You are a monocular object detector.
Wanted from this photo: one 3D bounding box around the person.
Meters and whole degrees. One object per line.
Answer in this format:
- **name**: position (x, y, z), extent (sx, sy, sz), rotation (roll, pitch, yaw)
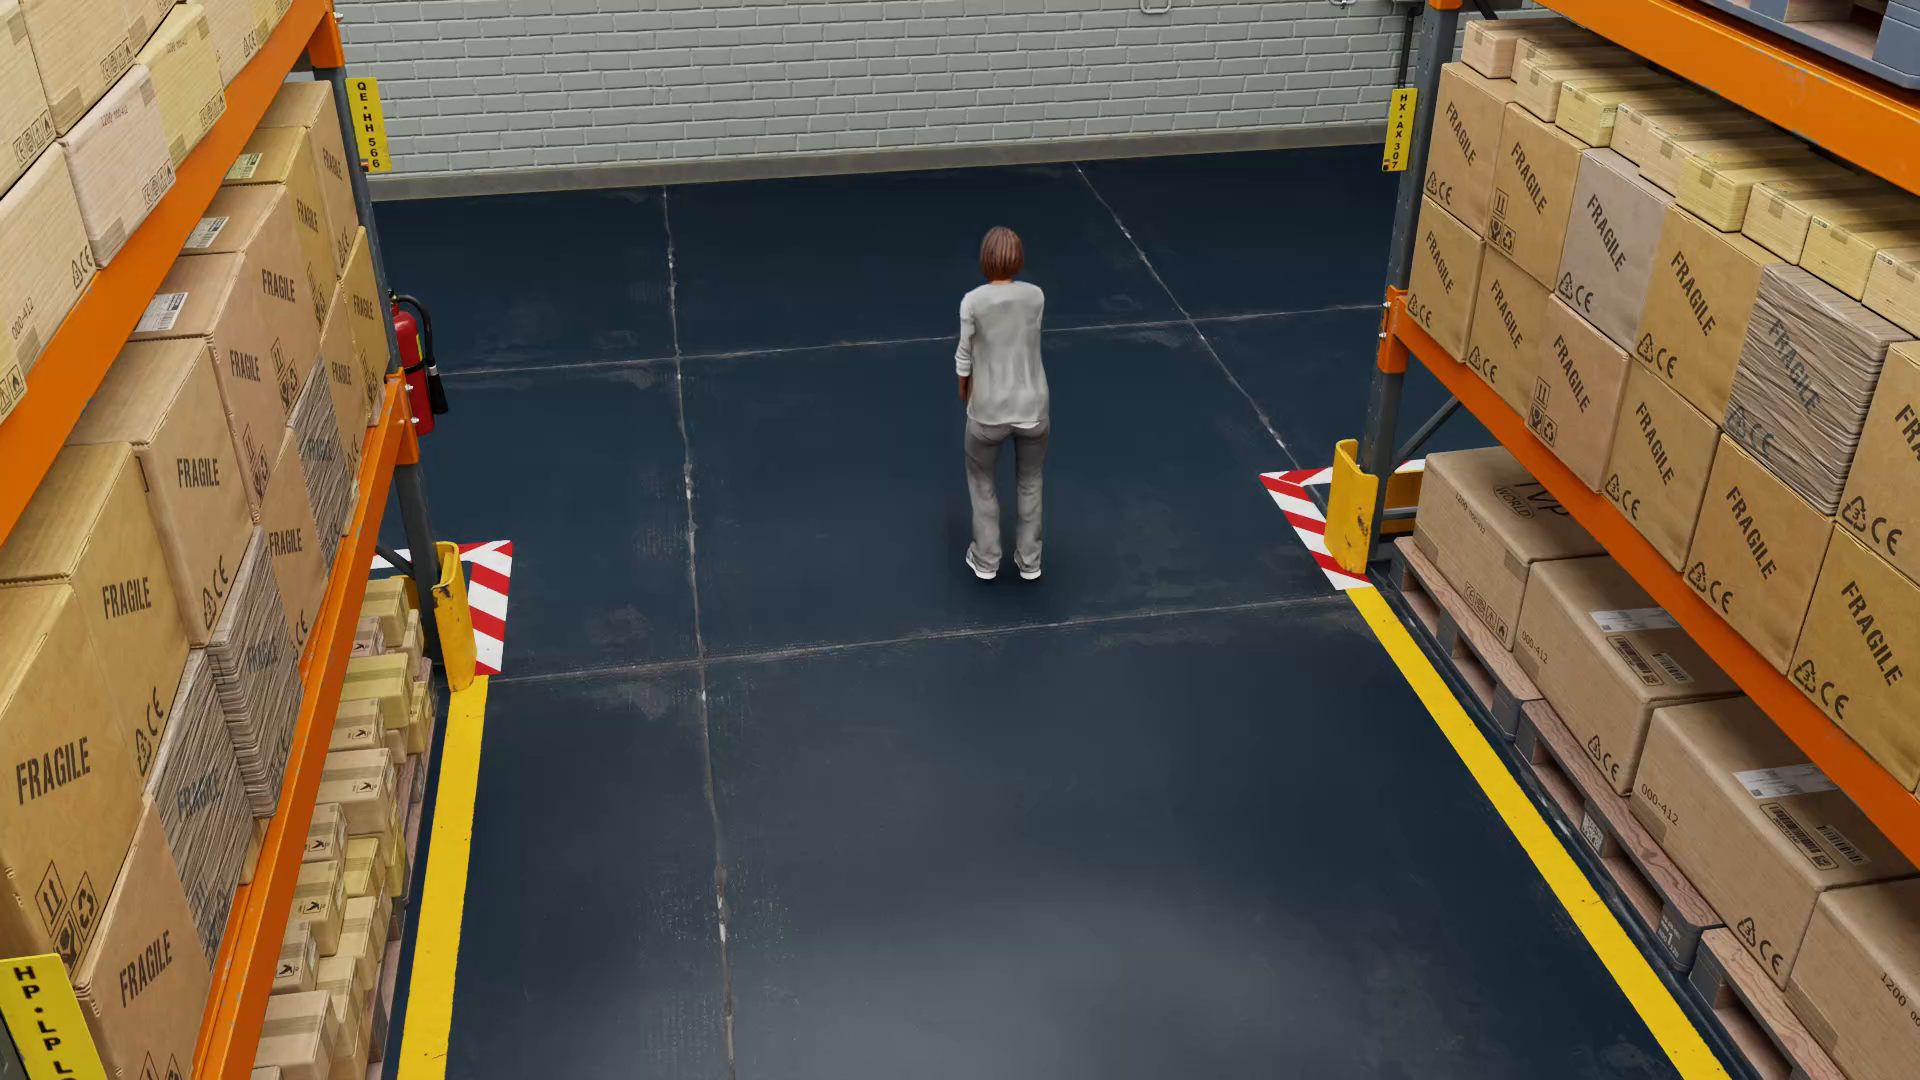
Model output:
- **person**: position (0.180, -0.570, 7.113), extent (0.373, 1.576, 0.527), rotation (-6, 32, -10)
